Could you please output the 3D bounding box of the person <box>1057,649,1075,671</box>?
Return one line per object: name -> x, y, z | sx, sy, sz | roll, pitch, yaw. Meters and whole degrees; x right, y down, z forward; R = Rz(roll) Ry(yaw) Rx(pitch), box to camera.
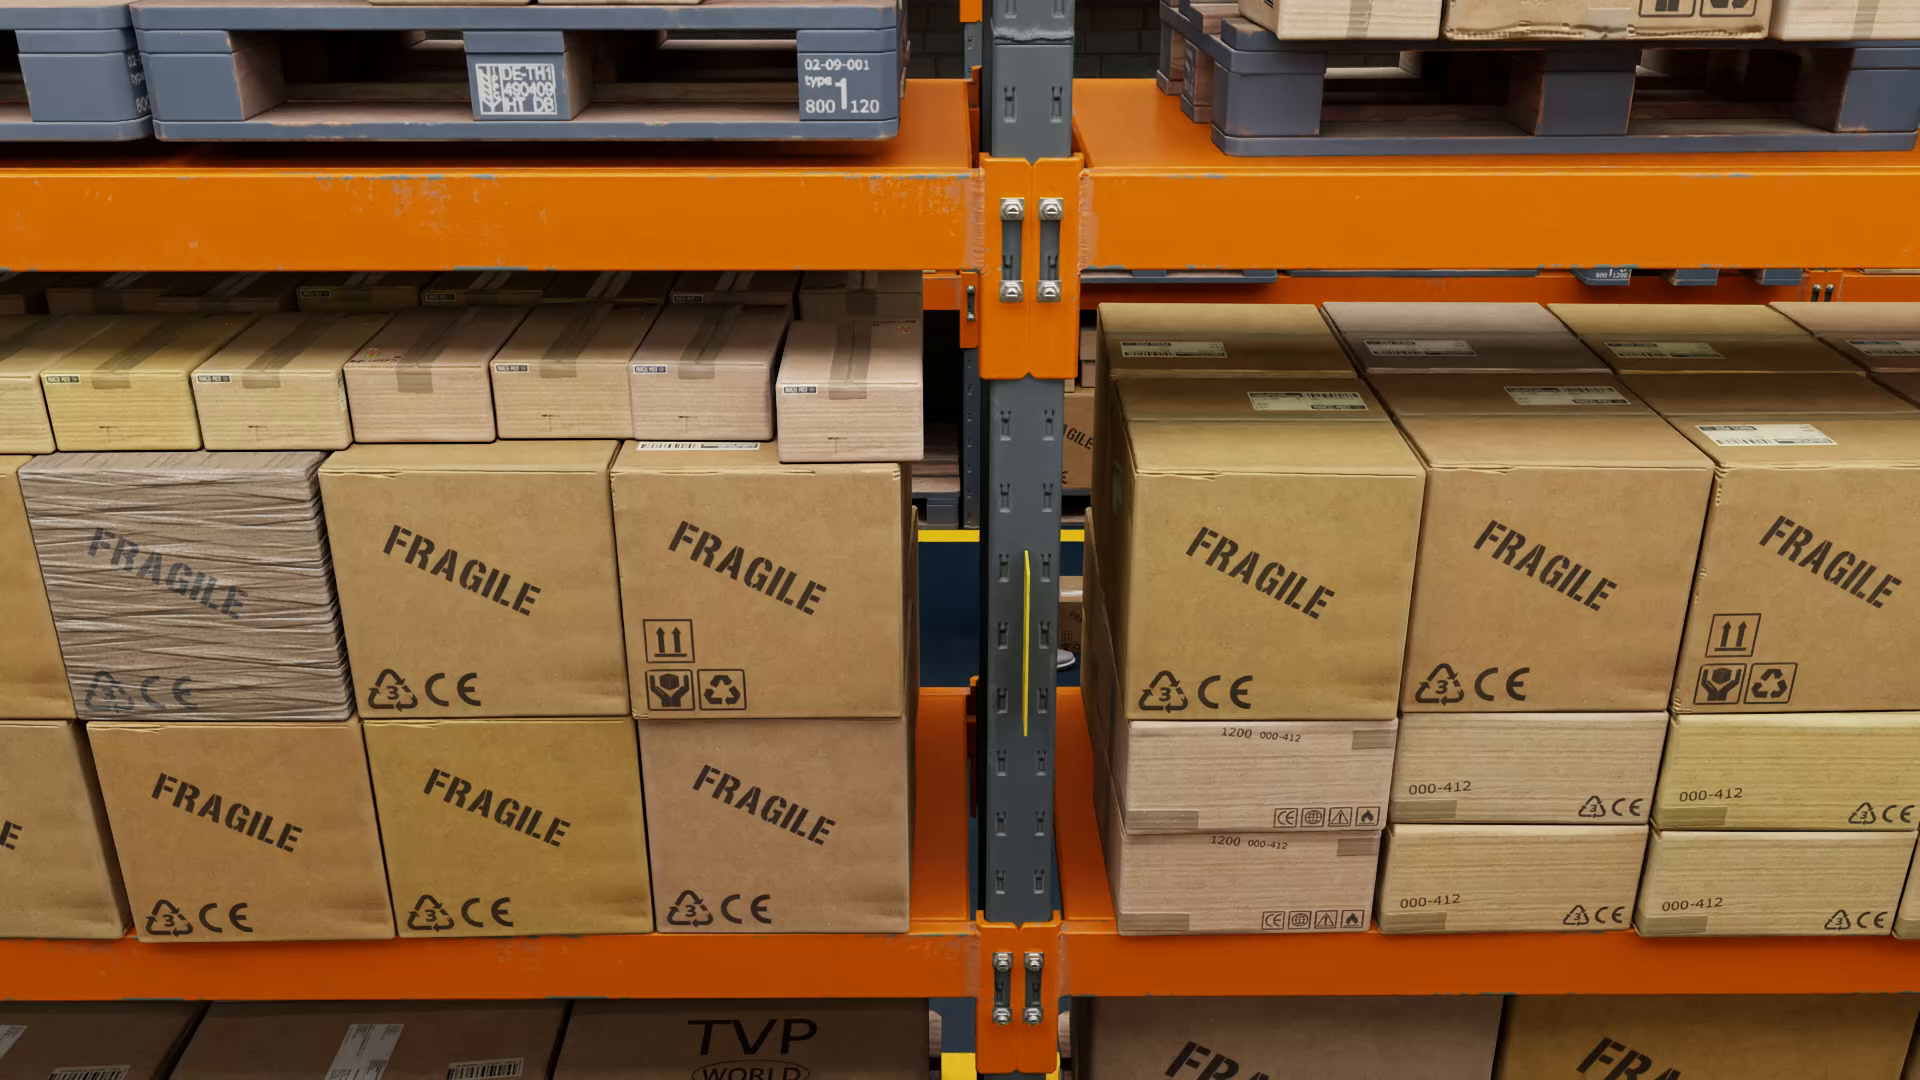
person -> 0.290, -0.350, 6.906 | 0.390, 1.727, 0.585 | 0, 24, -1
